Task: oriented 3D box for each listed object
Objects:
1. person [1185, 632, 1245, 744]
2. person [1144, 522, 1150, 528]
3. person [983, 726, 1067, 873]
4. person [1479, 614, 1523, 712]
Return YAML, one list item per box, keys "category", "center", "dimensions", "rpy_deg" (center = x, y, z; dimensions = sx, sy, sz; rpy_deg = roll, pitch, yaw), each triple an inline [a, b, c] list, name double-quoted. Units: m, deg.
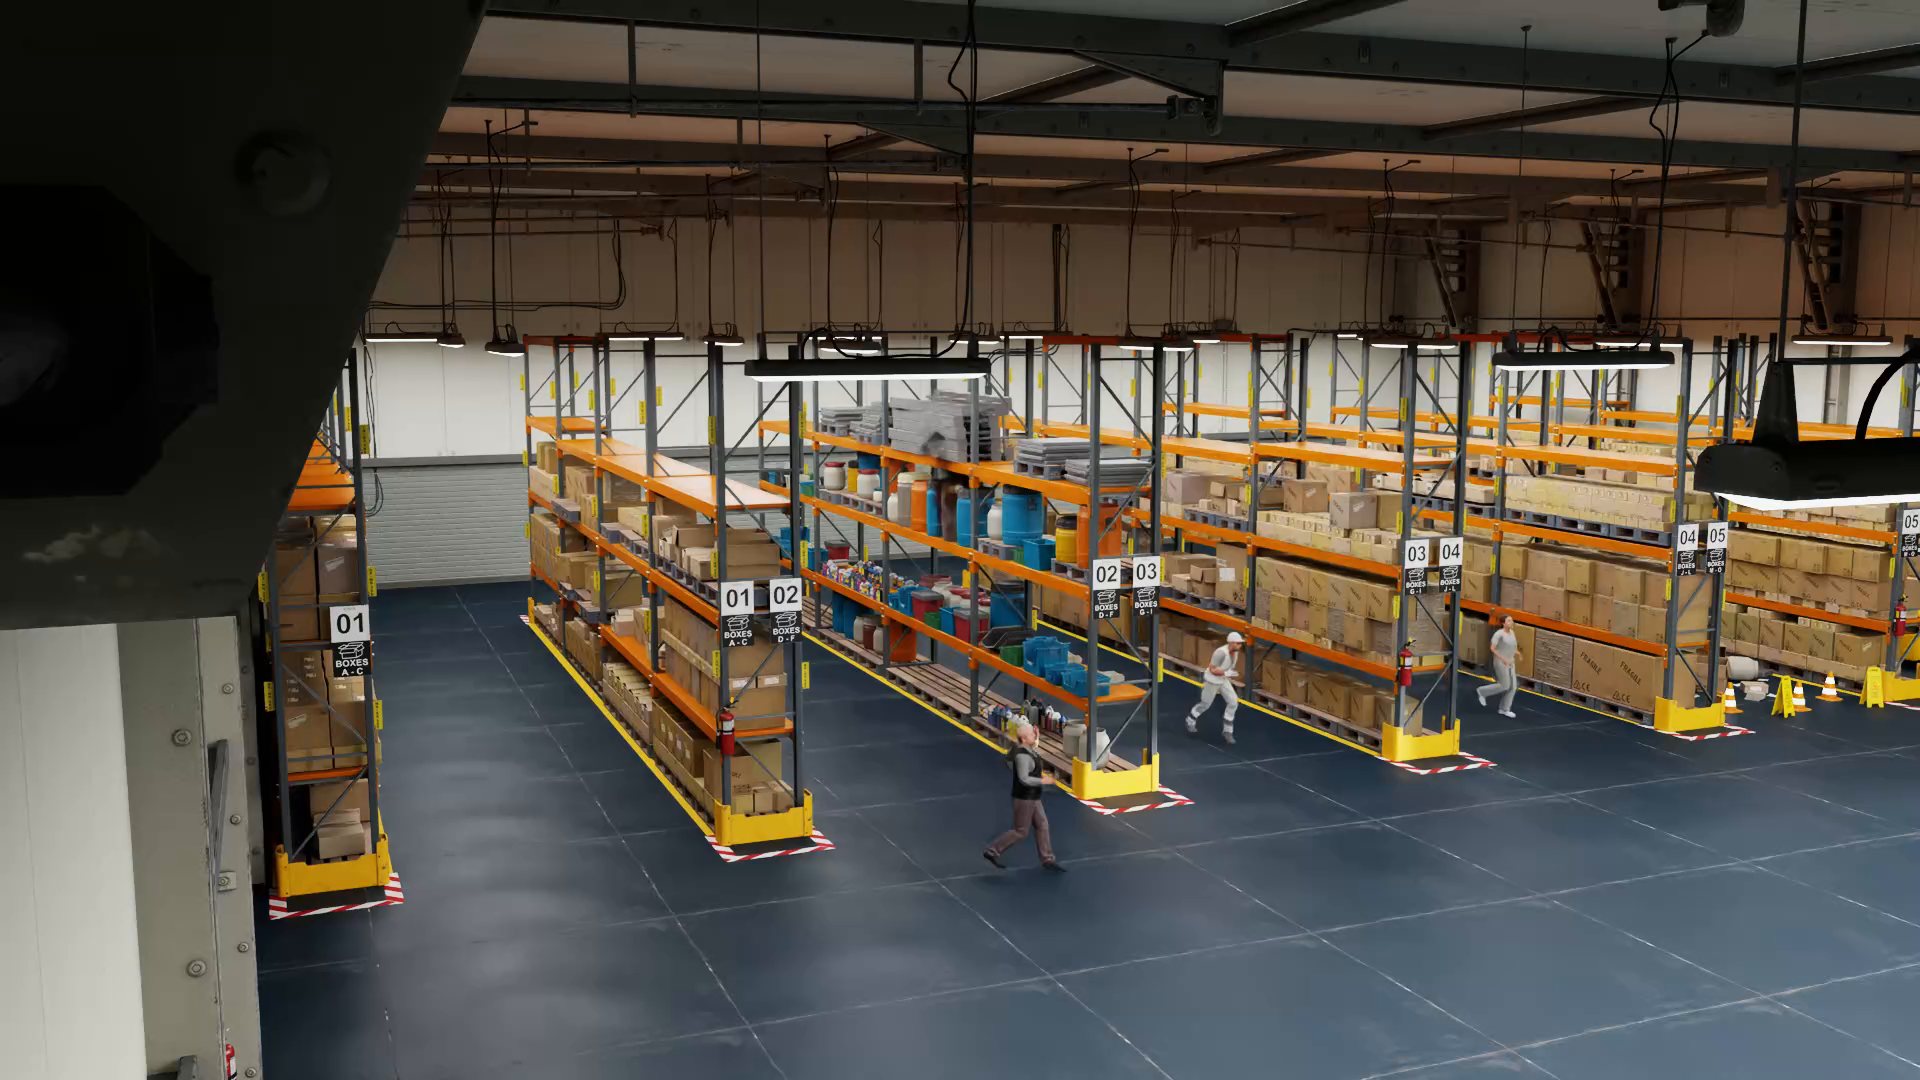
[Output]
- category: "person"
  center: [3.845, 2.193, 25.069]
  dimensions: [1.030, 1.729, 0.707]
  rpy_deg: [7, 10, 43]
- category: "person"
  center: [4.302, 0.422, 38.135]
  dimensions: [0.591, 1.669, 0.964]
  rpy_deg: [-3, 8, -19]
- category: "person"
  center: [0.747, 2.962, 18.962]
  dimensions: [0.963, 1.735, 0.671]
  rpy_deg: [1, 8, 4]
- category: "person"
  center: [8.712, 1.952, 26.718]
  dimensions: [0.568, 1.575, 0.571]
  rpy_deg: [-6, 9, -36]
